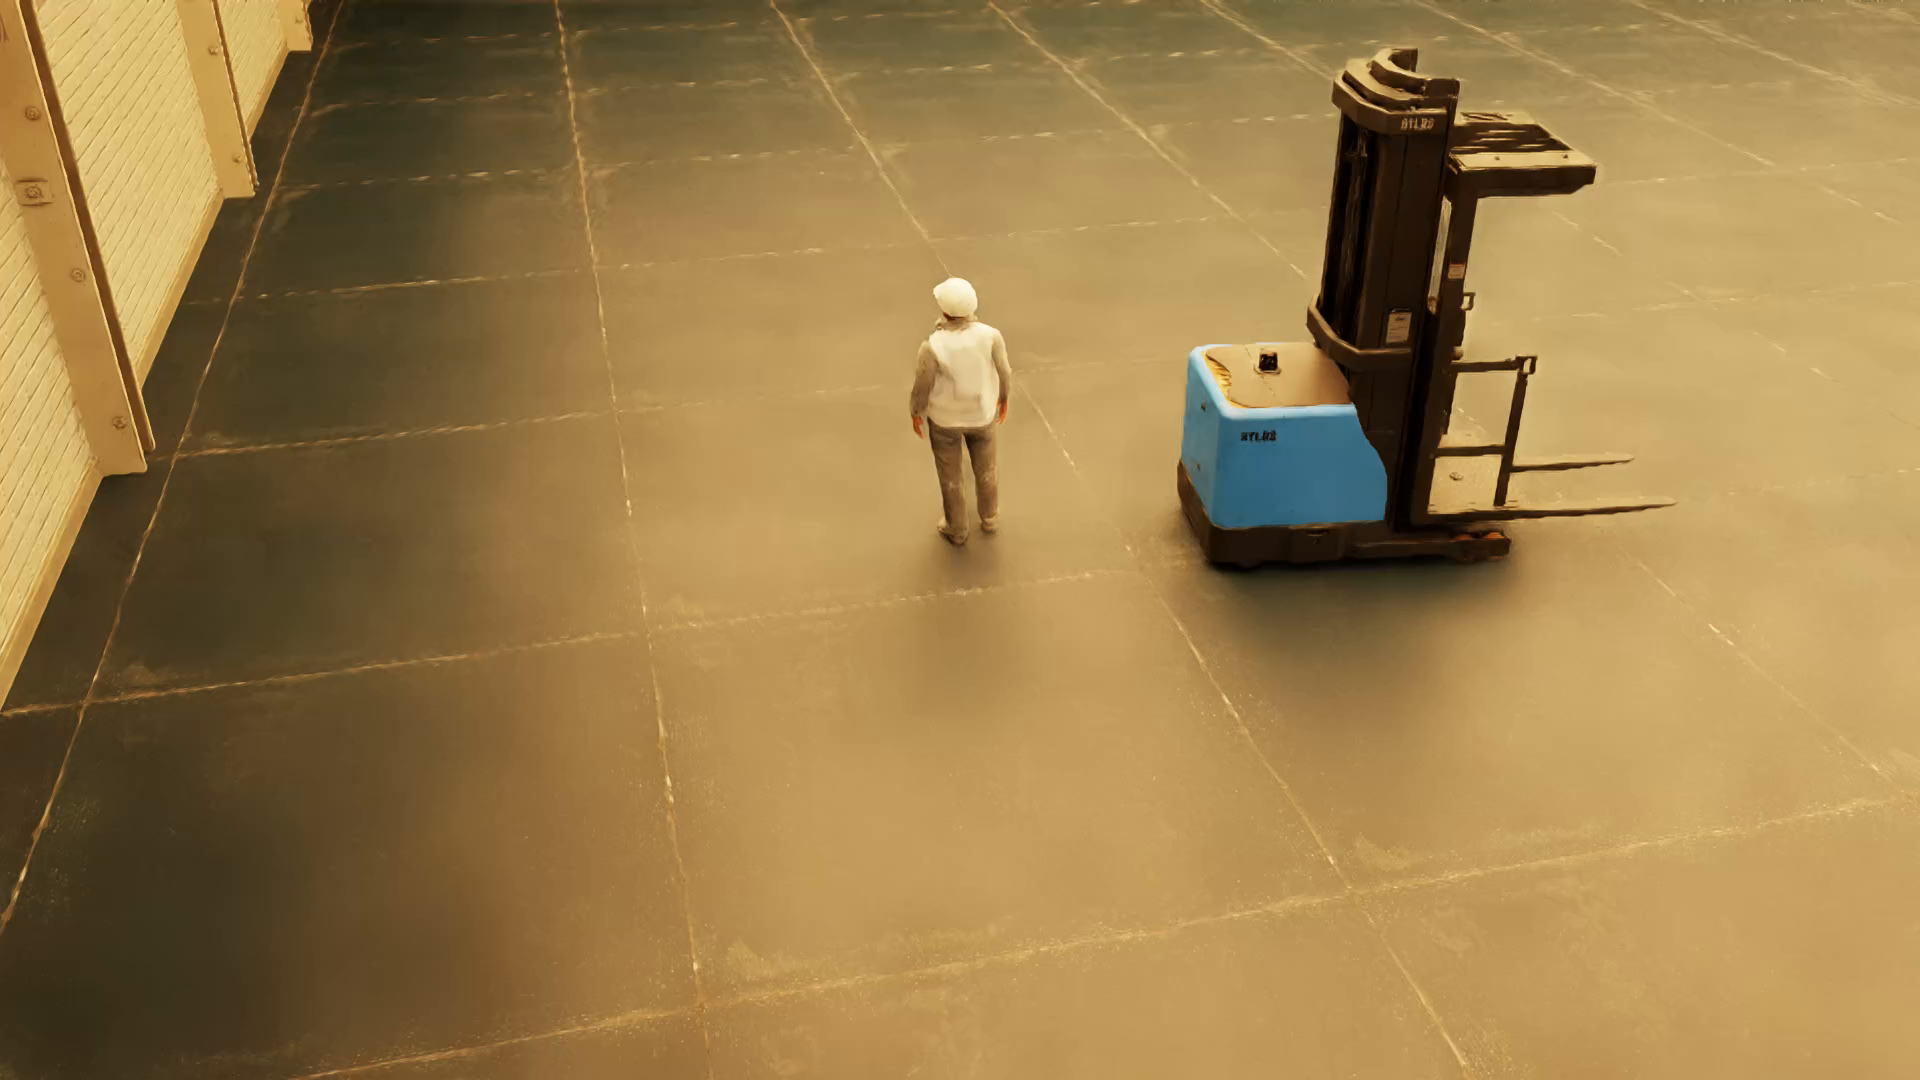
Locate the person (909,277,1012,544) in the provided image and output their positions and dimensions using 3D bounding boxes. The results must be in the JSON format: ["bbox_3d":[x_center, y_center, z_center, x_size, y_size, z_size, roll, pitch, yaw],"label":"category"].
[{"bbox_3d":[-0.007,-0.805,10.106,0.632,1.773,0.567,-7,31,-12],"label":"person"}]

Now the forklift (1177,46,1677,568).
[{"bbox_3d":[2.974,-1.399,9.992,3.031,2.935,1.130,-3,30,-5],"label":"forklift"}]
